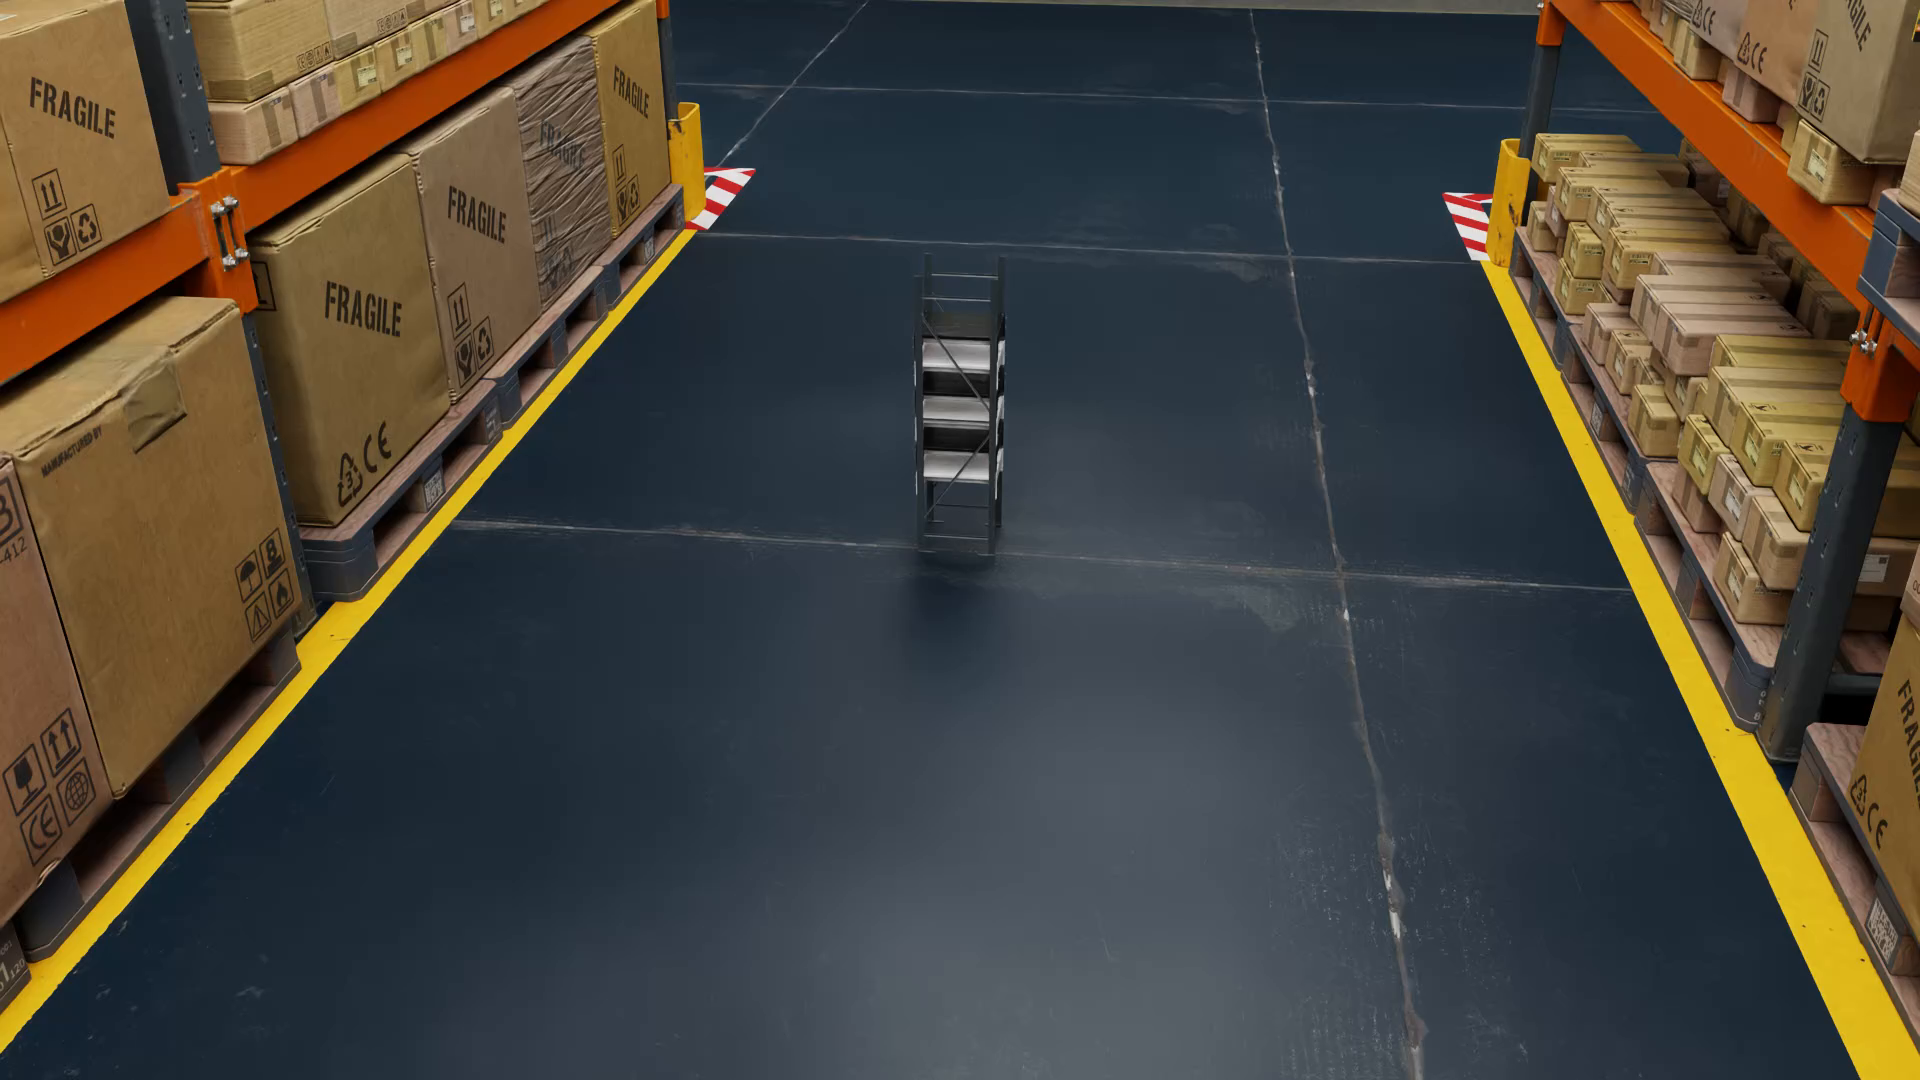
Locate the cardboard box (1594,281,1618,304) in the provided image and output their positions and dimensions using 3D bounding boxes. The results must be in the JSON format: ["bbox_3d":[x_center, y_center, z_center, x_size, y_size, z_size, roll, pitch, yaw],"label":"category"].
[{"bbox_3d":[2.603,-0.855,6.238,0.380,0.149,0.250,3,29,6],"label":"cardboard box"}]

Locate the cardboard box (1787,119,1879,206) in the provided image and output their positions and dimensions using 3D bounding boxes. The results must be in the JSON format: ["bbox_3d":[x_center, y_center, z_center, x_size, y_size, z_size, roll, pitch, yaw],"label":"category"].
[{"bbox_3d":[2.272,-0.921,4.061,0.380,0.149,0.250,3,28,5],"label":"cardboard box"}]

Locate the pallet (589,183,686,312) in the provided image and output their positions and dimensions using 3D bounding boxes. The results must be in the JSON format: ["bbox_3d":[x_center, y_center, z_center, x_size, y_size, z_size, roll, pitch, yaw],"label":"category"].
[{"bbox_3d":[-1.895,-1.366,7.562,1.003,0.211,1.213,3,28,6],"label":"pallet"}]

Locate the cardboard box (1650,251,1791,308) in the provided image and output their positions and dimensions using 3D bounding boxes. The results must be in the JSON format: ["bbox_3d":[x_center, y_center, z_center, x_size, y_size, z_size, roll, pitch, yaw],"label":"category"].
[{"bbox_3d":[2.557,-0.859,5.617,0.380,0.149,0.250,3,29,6],"label":"cardboard box"}]

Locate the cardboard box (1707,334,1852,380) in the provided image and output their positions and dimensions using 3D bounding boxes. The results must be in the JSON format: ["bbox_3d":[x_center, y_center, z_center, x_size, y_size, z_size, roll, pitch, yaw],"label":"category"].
[{"bbox_3d":[2.456,-0.488,4.928,0.380,0.149,0.250,4,29,8],"label":"cardboard box"}]

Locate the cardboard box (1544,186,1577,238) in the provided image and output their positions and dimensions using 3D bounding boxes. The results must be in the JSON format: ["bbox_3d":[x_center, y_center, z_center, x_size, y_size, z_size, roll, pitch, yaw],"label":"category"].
[{"bbox_3d":[2.627,-1.342,6.827,0.380,0.149,0.250,3,28,6],"label":"cardboard box"}]

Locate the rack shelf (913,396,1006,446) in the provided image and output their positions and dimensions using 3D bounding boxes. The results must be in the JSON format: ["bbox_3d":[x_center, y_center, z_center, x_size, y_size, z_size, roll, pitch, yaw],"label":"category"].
[{"bbox_3d":[0.001,-0.371,5.059,0.258,0.077,0.200,3,28,6],"label":"rack shelf"}]

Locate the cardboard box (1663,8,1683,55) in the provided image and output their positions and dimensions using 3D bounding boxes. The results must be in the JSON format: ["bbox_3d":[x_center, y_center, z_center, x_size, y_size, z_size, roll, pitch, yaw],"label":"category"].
[{"bbox_3d":[2.530,-1.657,5.428,0.380,0.149,0.250,4,29,8],"label":"cardboard box"}]

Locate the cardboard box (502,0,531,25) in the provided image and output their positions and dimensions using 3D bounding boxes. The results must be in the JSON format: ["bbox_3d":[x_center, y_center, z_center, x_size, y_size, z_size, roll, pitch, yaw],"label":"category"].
[{"bbox_3d":[-1.779,-1.957,5.985,0.380,0.149,0.250,4,29,7],"label":"cardboard box"}]

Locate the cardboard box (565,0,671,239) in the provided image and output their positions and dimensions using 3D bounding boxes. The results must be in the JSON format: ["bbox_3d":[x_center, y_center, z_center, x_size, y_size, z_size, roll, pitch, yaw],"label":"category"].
[{"bbox_3d":[-1.873,-1.918,7.445,0.875,0.875,0.875,3,28,6],"label":"cardboard box"}]

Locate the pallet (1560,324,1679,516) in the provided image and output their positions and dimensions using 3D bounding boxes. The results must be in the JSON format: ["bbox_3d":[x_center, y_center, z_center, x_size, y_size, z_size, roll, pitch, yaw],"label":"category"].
[{"bbox_3d":[2.740,-0.422,5.811,1.003,0.211,1.213,3,28,6],"label":"pallet"}]

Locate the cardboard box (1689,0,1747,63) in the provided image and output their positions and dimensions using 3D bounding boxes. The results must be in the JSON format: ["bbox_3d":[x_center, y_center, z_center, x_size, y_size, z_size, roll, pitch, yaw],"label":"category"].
[{"bbox_3d":[2.452,-1.653,4.737,0.500,0.500,0.500,3,28,6],"label":"cardboard box"}]

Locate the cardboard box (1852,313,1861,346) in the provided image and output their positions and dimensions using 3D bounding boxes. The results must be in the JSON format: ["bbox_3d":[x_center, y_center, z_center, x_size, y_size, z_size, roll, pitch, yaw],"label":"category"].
[{"bbox_3d":[2.990,-0.585,5.108,0.380,0.149,0.250,4,29,7],"label":"cardboard box"}]

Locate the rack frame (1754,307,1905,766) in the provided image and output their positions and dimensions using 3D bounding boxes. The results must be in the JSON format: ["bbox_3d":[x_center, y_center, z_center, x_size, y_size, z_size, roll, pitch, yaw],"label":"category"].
[{"bbox_3d":[2.546,-0.756,3.490,1.000,3.000,0.127,3,28,6],"label":"rack frame"}]

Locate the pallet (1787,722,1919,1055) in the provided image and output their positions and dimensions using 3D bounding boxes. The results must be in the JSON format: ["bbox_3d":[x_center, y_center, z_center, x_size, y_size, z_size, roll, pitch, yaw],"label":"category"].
[{"bbox_3d":[2.452,0.839,3.471,1.003,0.211,1.213,3,28,6],"label":"pallet"}]

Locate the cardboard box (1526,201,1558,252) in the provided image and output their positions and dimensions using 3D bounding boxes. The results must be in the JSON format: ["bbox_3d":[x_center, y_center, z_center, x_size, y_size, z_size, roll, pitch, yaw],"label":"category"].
[{"bbox_3d":[2.654,-1.340,7.138,0.380,0.149,0.250,4,29,7],"label":"cardboard box"}]

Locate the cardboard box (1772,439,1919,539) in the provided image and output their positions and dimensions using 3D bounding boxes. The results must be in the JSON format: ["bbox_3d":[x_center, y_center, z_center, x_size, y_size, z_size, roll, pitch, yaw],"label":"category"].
[{"bbox_3d":[2.331,-0.130,4.264,0.380,0.149,0.250,4,29,8],"label":"cardboard box"}]

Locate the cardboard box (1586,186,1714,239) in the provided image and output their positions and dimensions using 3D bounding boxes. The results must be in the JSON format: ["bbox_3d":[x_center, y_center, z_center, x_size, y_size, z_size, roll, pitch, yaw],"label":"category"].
[{"bbox_3d":[2.614,-1.234,6.313,0.380,0.149,0.250,2,28,4],"label":"cardboard box"}]

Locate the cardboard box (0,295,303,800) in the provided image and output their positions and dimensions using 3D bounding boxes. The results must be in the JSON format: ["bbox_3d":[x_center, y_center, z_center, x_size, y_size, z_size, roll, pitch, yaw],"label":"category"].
[{"bbox_3d":[-2.423,-0.038,3.956,1.225,0.875,0.875,3,29,6],"label":"cardboard box"}]

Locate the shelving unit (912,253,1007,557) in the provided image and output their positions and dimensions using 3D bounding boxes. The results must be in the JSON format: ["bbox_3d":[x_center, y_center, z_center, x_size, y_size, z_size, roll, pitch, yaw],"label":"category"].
[{"bbox_3d":[0.001,-0.400,5.044,0.258,0.900,0.210,3,28,6],"label":"shelving unit"}]

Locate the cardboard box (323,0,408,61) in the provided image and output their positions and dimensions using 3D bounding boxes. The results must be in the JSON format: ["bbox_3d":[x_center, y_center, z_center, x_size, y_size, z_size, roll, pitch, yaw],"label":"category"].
[{"bbox_3d":[-1.981,-1.596,4.894,0.500,0.250,0.500,3,28,6],"label":"cardboard box"}]

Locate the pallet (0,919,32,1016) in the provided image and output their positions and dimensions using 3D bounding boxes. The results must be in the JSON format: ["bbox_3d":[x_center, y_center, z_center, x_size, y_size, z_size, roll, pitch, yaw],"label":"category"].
[{"bbox_3d":[-2.531,1.080,3.023,1.003,0.211,1.213,3,28,6],"label":"pallet"}]

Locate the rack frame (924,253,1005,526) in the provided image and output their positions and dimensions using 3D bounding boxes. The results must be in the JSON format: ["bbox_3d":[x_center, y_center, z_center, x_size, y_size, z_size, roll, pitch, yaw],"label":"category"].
[{"bbox_3d":[0.013,-0.448,5.133,0.240,0.900,0.006,3,28,6],"label":"rack frame"}]

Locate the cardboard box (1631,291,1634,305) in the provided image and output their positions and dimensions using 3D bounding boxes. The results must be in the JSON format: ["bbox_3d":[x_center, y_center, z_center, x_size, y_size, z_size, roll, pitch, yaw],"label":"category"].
[{"bbox_3d":[2.616,-0.847,5.908,0.380,0.149,0.250,5,29,9],"label":"cardboard box"}]

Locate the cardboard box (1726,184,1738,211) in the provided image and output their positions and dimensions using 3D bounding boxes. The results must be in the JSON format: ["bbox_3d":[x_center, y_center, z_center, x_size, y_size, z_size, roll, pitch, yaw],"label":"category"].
[{"bbox_3d":[3.229,-1.322,6.477,0.380,0.149,0.250,3,28,5],"label":"cardboard box"}]

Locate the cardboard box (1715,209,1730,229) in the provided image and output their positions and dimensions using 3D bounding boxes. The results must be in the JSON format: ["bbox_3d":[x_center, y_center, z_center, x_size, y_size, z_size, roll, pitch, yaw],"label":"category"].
[{"bbox_3d":[3.193,-1.189,6.545,0.380,0.149,0.250,2,28,4],"label":"cardboard box"}]

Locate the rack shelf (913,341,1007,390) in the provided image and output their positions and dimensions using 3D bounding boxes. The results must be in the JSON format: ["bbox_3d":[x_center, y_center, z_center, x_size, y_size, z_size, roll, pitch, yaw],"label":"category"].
[{"bbox_3d":[0.001,-0.529,4.974,0.258,0.077,0.200,3,28,6],"label":"rack shelf"}]

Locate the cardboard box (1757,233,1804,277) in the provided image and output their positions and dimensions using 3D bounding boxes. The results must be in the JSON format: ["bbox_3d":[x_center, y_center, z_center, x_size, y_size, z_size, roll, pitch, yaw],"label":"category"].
[{"bbox_3d":[3.014,-0.956,5.799,0.380,0.149,0.250,2,28,4],"label":"cardboard box"}]

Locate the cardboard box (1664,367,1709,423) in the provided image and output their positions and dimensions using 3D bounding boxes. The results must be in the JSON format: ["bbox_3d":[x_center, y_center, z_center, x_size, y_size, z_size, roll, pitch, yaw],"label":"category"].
[{"bbox_3d":[2.445,-0.472,5.212,0.380,0.149,0.250,4,29,7],"label":"cardboard box"}]

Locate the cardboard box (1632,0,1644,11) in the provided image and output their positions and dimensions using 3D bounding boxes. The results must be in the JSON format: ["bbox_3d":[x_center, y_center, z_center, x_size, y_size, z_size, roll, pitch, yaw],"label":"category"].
[{"bbox_3d":[2.699,-2.019,6.099,0.380,0.149,0.250,5,29,9],"label":"cardboard box"}]

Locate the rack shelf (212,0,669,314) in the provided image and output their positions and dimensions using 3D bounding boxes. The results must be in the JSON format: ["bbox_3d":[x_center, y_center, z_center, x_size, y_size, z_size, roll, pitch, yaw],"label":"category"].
[{"bbox_3d":[-2.119,-1.716,6.031,1.077,0.370,4.000,3,28,6],"label":"rack shelf"}]

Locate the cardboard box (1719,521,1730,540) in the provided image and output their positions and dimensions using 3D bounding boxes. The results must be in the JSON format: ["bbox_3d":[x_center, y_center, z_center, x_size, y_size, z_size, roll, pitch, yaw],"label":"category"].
[{"bbox_3d":[2.371,-0.007,4.664,0.380,0.149,0.250,4,29,8],"label":"cardboard box"}]

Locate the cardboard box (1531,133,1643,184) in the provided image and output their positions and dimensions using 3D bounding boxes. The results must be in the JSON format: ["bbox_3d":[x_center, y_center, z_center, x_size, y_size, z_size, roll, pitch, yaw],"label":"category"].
[{"bbox_3d":[2.635,-1.603,6.999,0.380,0.149,0.250,2,28,4],"label":"cardboard box"}]

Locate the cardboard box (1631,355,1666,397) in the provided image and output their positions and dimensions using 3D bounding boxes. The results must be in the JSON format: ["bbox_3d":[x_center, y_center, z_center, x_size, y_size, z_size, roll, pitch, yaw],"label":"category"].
[{"bbox_3d":[2.481,-0.496,5.571,0.380,0.149,0.250,4,29,7],"label":"cardboard box"}]

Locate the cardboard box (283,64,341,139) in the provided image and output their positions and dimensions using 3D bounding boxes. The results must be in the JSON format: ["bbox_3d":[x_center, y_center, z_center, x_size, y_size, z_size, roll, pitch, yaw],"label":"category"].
[{"bbox_3d":[-1.966,-1.224,4.625,0.380,0.149,0.250,2,28,5],"label":"cardboard box"}]

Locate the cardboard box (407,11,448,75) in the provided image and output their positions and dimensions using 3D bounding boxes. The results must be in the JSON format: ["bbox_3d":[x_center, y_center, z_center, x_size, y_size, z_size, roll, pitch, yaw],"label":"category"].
[{"bbox_3d":[-1.873,-1.593,5.309,0.380,0.149,0.250,3,28,5],"label":"cardboard box"}]

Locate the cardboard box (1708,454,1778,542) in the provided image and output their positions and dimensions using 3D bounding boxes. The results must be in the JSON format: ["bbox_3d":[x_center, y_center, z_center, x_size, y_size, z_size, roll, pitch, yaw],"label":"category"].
[{"bbox_3d":[2.290,-0.111,4.543,0.380,0.149,0.250,2,28,4],"label":"cardboard box"}]

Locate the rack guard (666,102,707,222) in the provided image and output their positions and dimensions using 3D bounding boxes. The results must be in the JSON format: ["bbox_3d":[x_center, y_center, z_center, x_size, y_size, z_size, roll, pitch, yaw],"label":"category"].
[{"bbox_3d":[-1.871,-1.885,8.222,1.175,0.500,0.348,3,28,6],"label":"rack guard"}]

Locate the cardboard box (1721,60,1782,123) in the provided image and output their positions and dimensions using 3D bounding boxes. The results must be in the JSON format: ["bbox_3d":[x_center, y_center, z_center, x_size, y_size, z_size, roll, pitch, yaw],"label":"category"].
[{"bbox_3d":[2.424,-1.292,4.751,0.380,0.149,0.250,2,28,4],"label":"cardboard box"}]

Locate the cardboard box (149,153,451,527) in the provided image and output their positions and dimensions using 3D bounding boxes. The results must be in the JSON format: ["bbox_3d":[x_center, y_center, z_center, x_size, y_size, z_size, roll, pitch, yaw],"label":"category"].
[{"bbox_3d":[-2.204,-0.647,5.086,0.875,0.875,0.875,3,28,6],"label":"cardboard box"}]
